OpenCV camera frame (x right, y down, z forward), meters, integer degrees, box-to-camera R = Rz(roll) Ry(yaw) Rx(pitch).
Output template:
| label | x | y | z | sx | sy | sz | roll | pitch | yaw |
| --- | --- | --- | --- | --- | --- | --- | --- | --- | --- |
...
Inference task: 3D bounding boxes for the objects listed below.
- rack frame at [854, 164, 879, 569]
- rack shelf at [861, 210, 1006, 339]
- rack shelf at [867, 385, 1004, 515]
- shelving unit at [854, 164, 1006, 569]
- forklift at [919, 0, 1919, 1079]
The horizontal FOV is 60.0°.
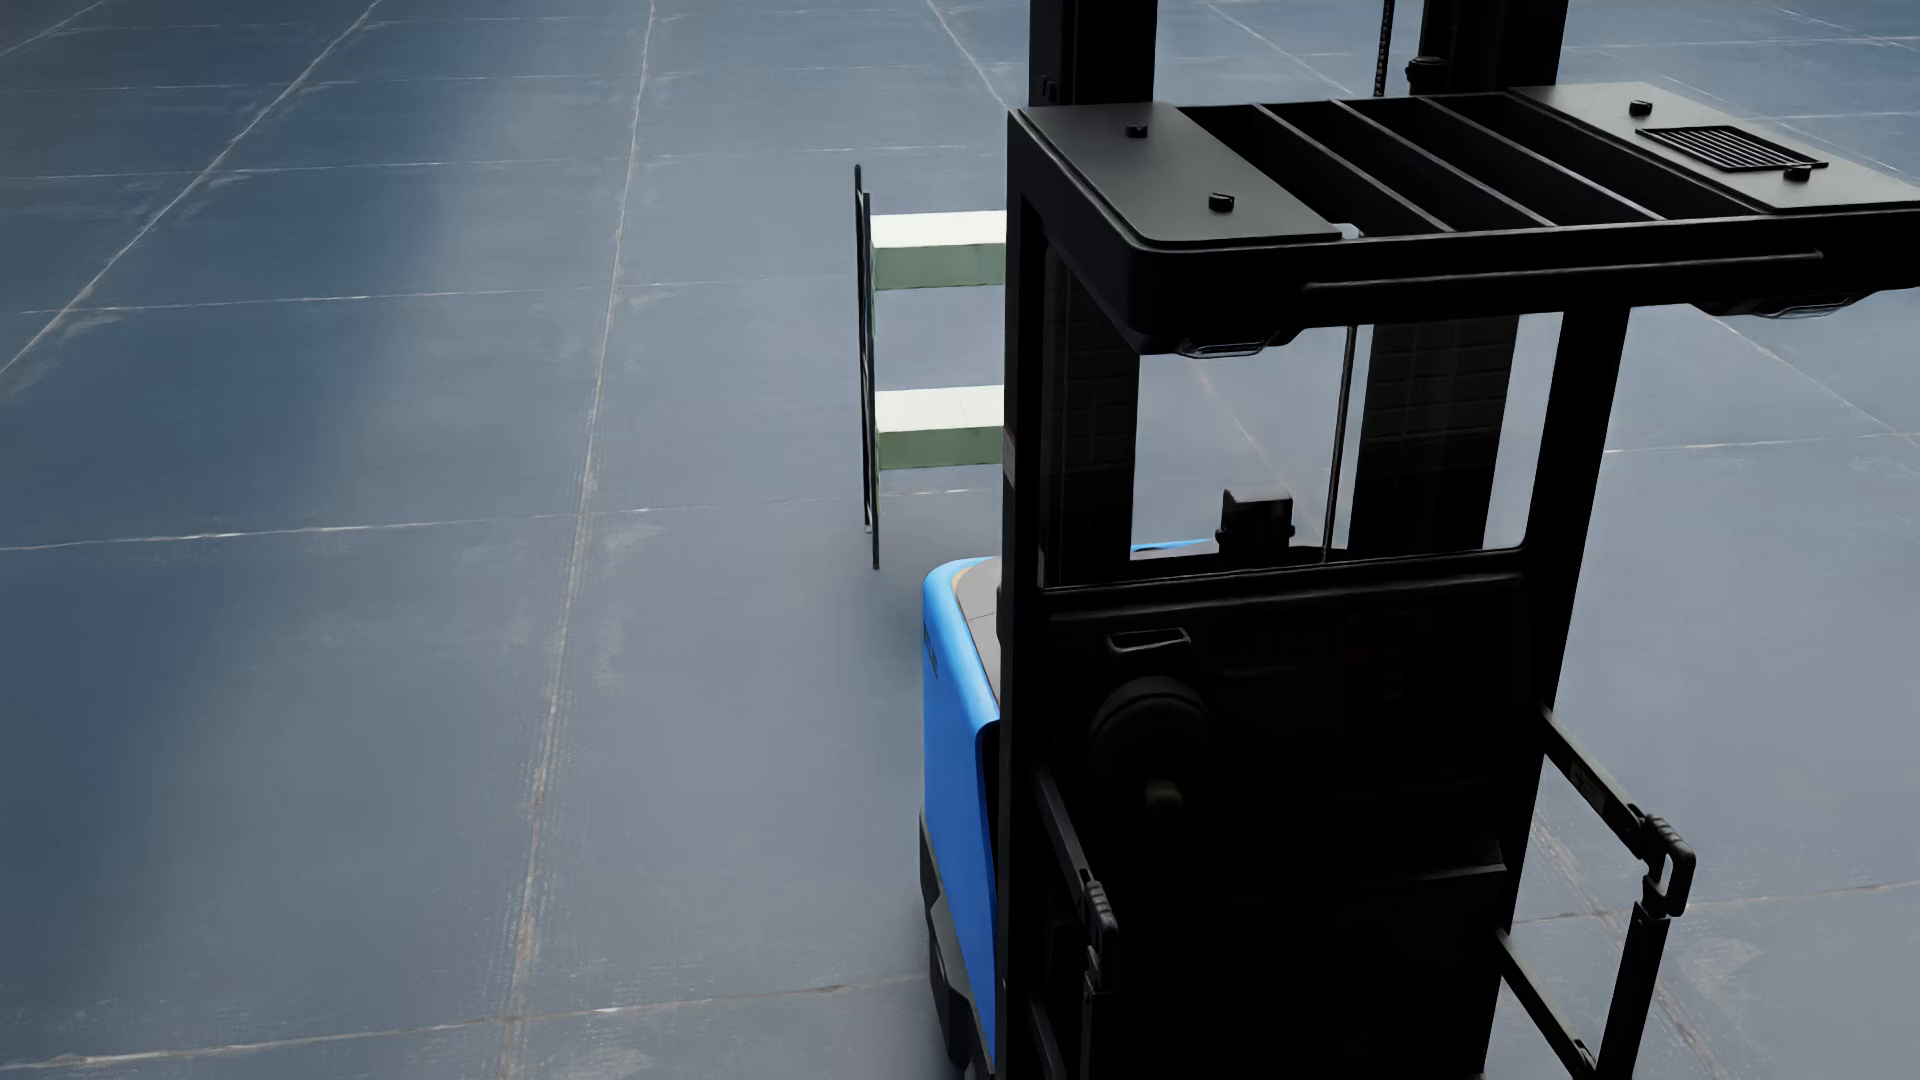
| label | x | y | z | sx | sy | sz | roll | pitch | yaw |
| --- | --- | --- | --- | --- | --- | --- | --- | --- | --- |
| rack frame | -0.356 | -0.644 | 6.363 | 0.023 | 1.500 | 0.400 | -4 | 27 | -7 |
| rack shelf | 0.007 | -1.015 | 6.230 | 0.720 | 0.370 | 0.431 | -4 | 27 | -7 |
| rack shelf | 0.007 | -0.378 | 6.557 | 0.720 | 0.370 | 0.431 | -4 | 27 | -7 |
| shelving unit | 0.007 | -0.668 | 6.408 | 0.755 | 1.500 | 0.431 | -4 | 27 | -7 |
| forklift | 0.663 | 0.325 | 2.905 | 1.130 | 2.935 | 3.031 | -5 | 28 | -9 |
